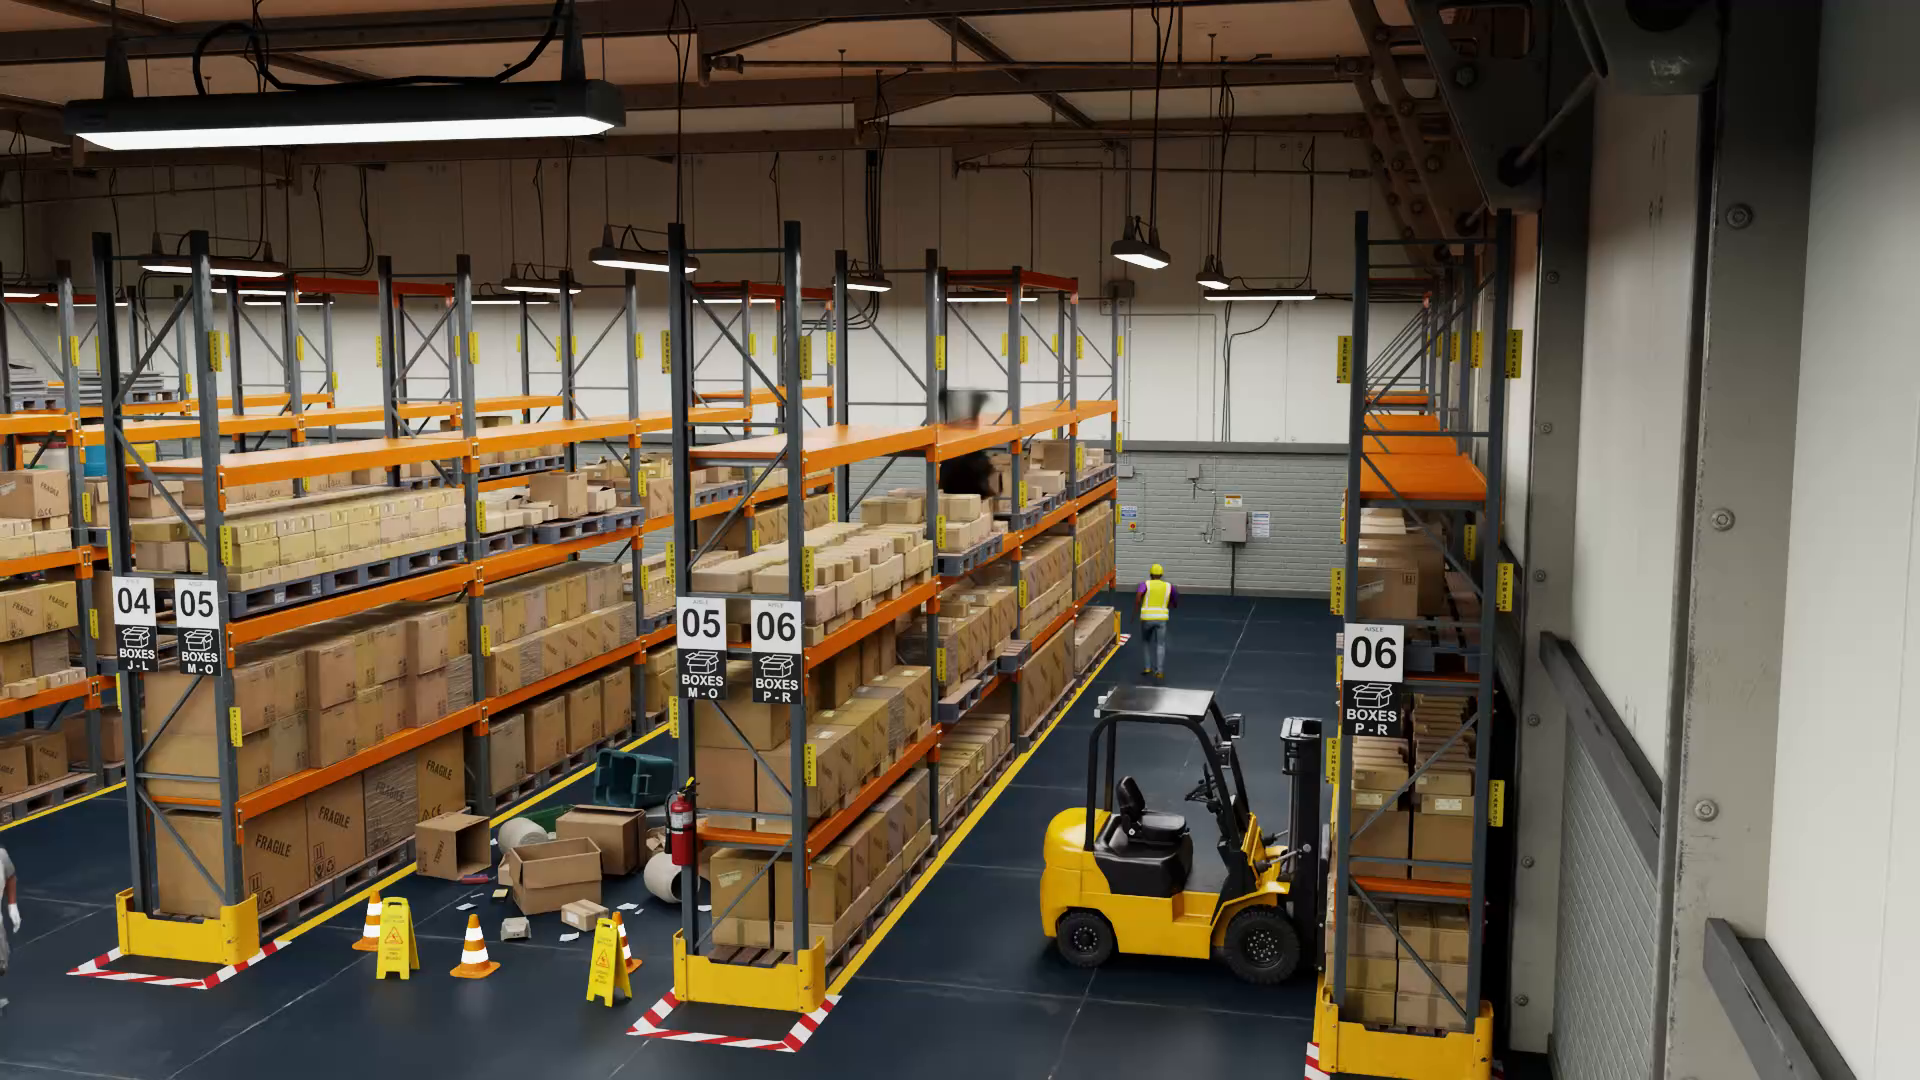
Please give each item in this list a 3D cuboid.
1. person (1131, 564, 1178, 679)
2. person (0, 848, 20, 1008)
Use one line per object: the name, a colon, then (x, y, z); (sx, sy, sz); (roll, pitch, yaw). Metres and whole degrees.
person: (2.939, 1.234, 25.144); (0.714, 1.714, 0.990); (0, 7, 4)
person: (-7.284, 2.855, 12.271); (0.890, 1.656, 0.714); (5, 8, 33)
